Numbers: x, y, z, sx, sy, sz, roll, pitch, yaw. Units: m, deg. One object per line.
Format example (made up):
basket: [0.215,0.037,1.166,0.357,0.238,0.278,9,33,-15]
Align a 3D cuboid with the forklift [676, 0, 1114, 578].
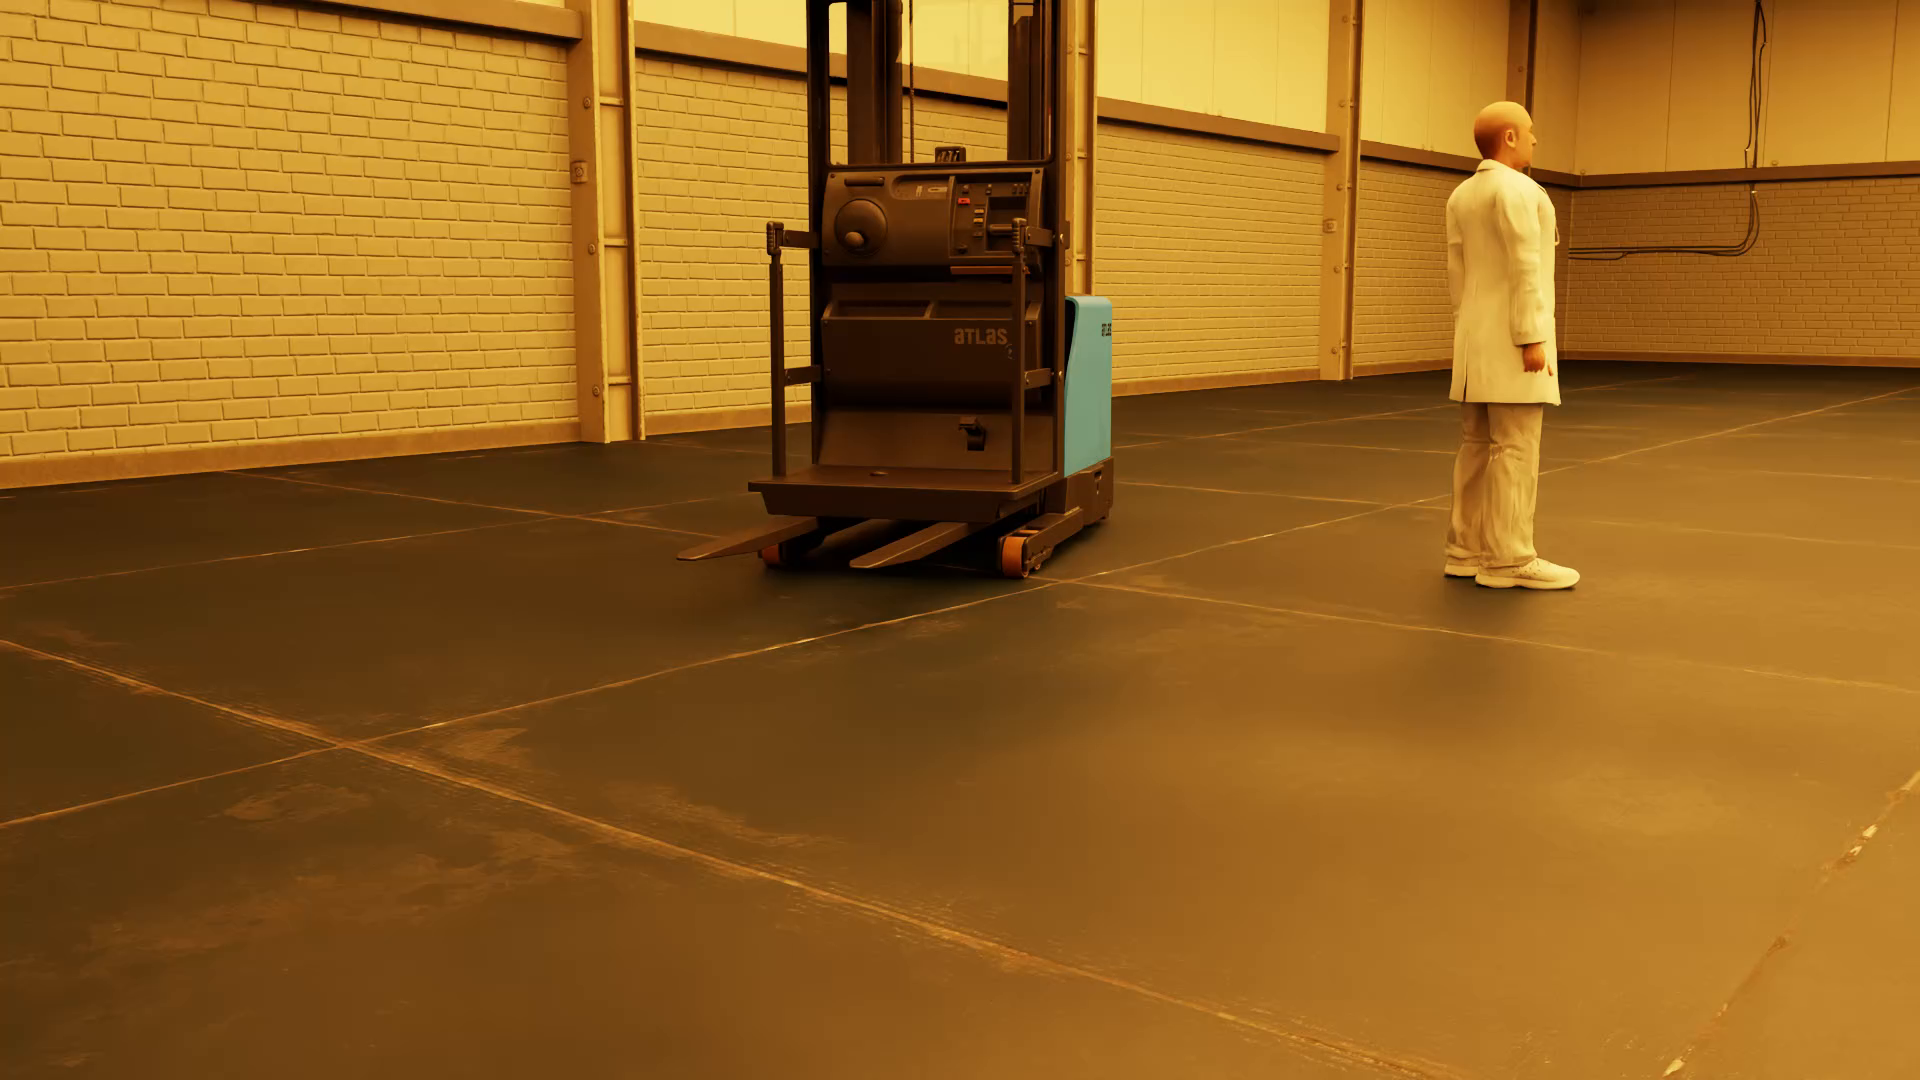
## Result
forklift: [-0.176,-1.366,6.616,1.130,2.935,3.031,3,9,17]

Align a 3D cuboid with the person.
person: [2.071,-0.730,6.244,0.392,1.781,0.550,-2,8,-11]
